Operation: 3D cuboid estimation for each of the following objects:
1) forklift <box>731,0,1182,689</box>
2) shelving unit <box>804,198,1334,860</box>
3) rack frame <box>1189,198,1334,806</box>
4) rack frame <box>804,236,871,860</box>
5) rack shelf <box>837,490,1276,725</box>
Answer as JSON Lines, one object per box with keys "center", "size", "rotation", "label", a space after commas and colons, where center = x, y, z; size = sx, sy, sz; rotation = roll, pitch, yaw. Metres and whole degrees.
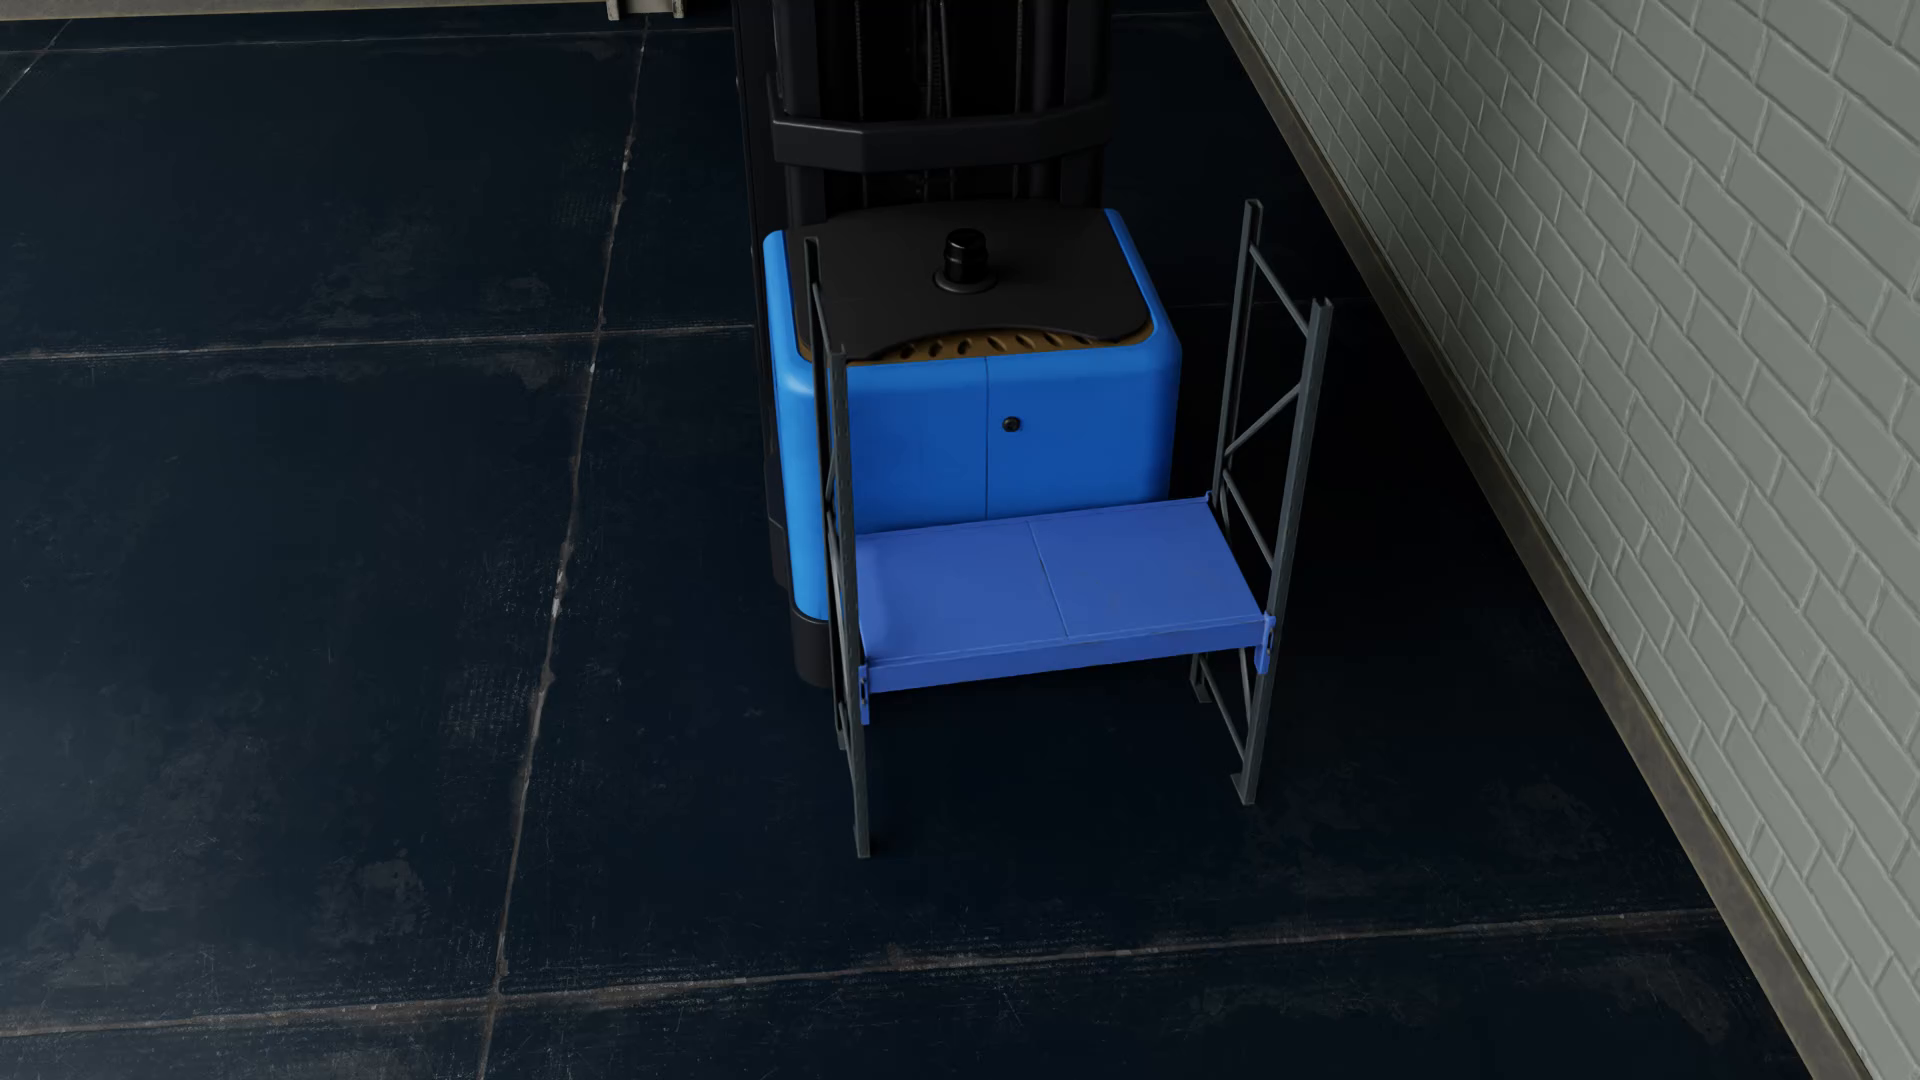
{"center": [-0.142, -1.647, 4.971], "size": [1.130, 2.935, 3.031], "rotation": [-5, 39, -6], "label": "forklift"}
{"center": [0.214, 0.013, 4.023], "size": [1.048, 1.500, 0.538], "rotation": [-6, 39, -8], "label": "shelving unit"}
{"center": [0.715, -0.043, 4.094], "size": [0.032, 1.500, 0.500], "rotation": [-6, 39, -8], "label": "rack frame"}
{"center": [-0.286, 0.069, 3.952], "size": [0.032, 1.500, 0.500], "rotation": [-6, 39, -8], "label": "rack frame"}
{"center": [0.214, 0.154, 4.135], "size": [1.000, 0.185, 0.538], "rotation": [-6, 39, -8], "label": "rack shelf"}
